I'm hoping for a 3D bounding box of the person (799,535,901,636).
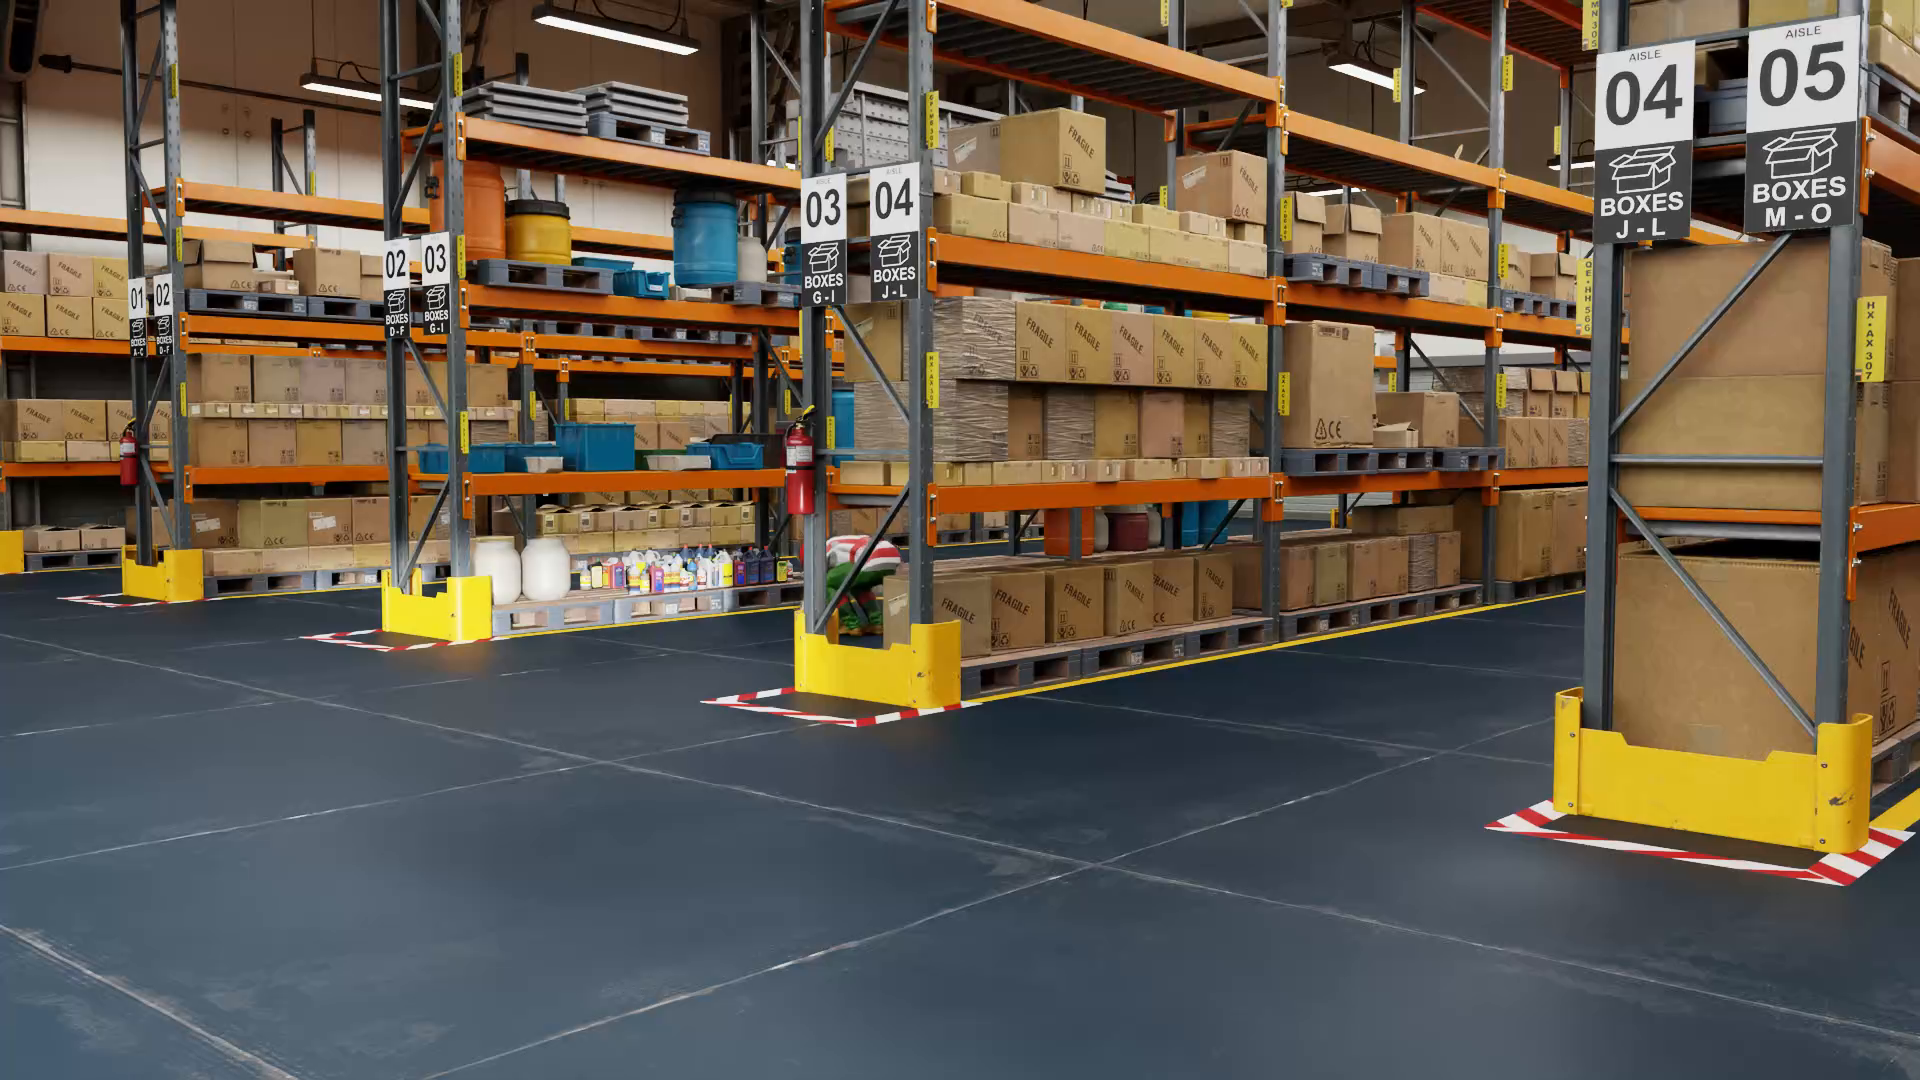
[{"bbox_3d":[-0.925,0.375,13.600,0.966,0.832,0.520,3,5,39],"label":"person"}]
